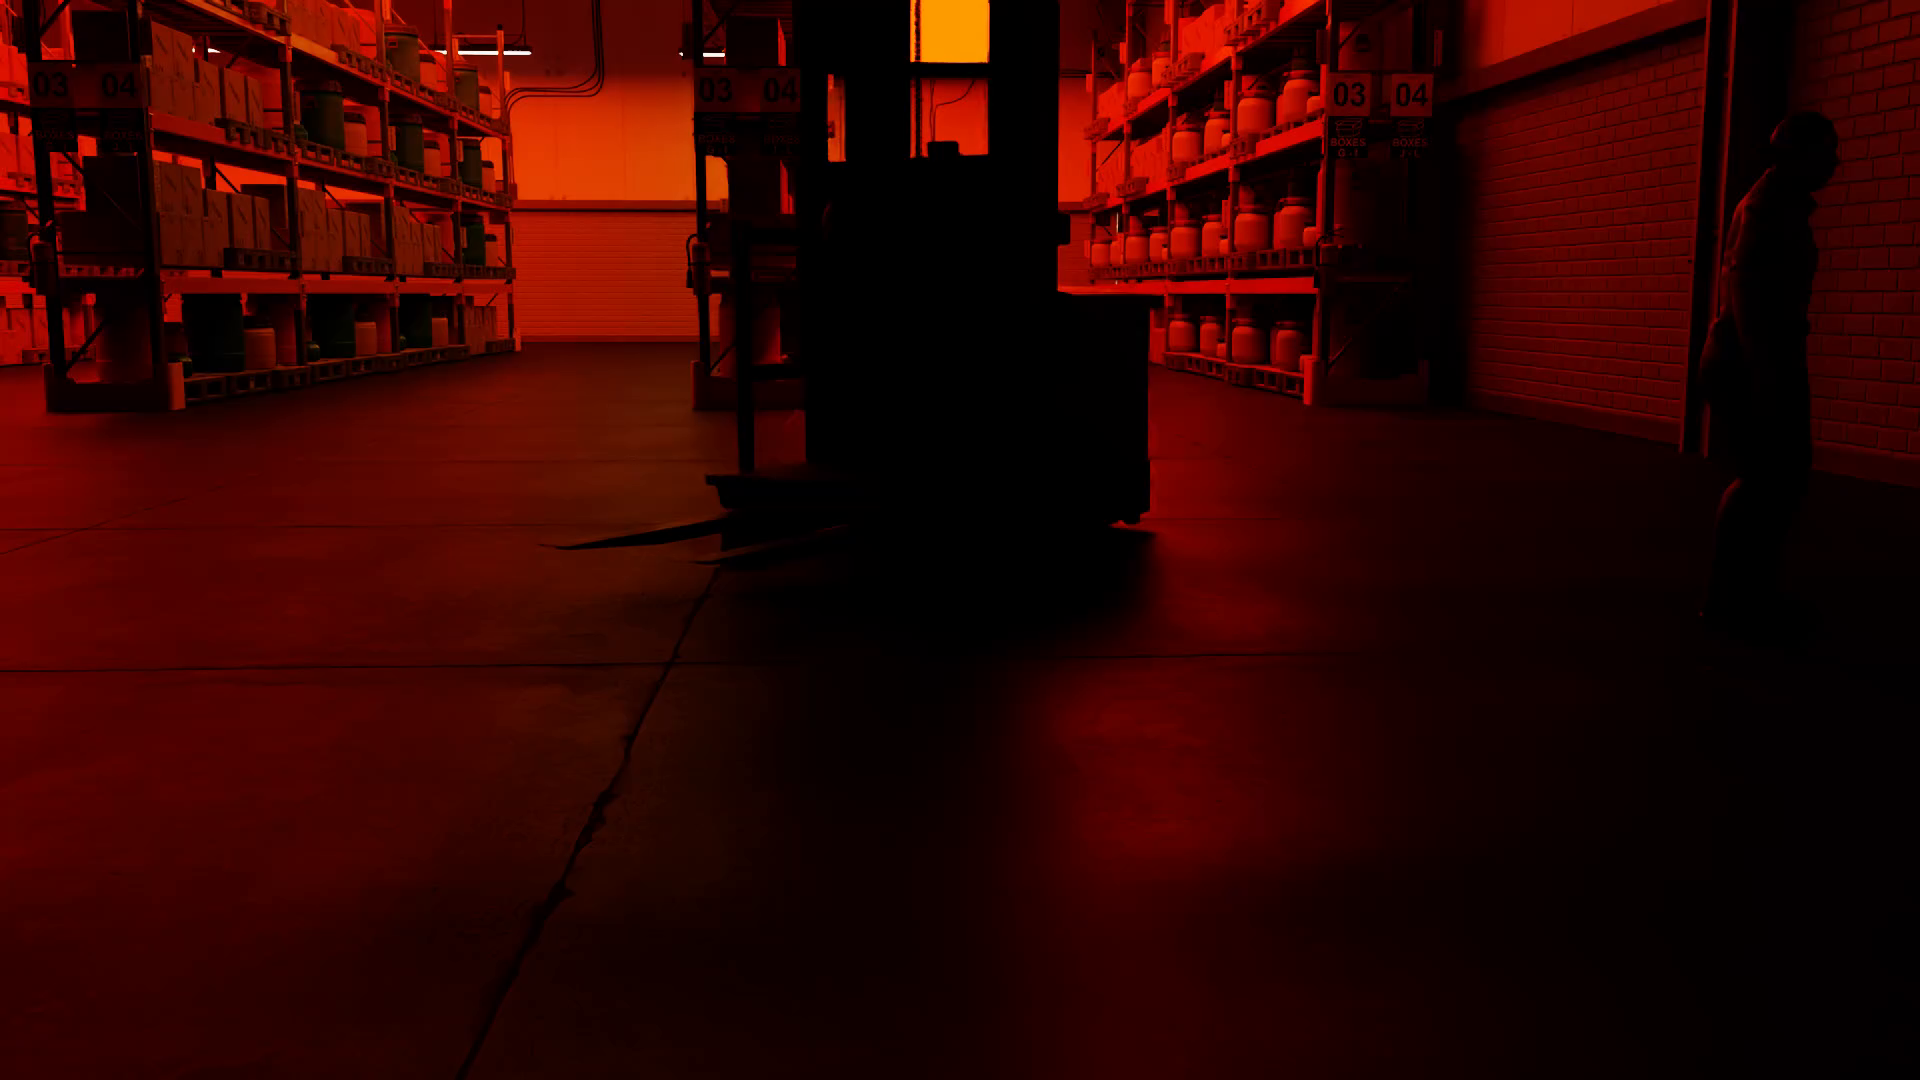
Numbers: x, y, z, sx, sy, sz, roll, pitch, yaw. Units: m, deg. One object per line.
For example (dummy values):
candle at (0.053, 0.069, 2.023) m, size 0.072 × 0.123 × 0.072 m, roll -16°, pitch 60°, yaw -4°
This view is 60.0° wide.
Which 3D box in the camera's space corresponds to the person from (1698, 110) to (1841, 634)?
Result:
person at (2.633, -0.545, 5.427) m, size 0.380 × 1.640 × 0.529 m, roll 6°, pitch 10°, yaw 34°

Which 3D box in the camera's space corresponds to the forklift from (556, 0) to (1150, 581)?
forklift at (-0.308, -1.372, 6.571) m, size 1.130 × 2.935 × 3.031 m, roll 5°, pitch 10°, yaw 31°
